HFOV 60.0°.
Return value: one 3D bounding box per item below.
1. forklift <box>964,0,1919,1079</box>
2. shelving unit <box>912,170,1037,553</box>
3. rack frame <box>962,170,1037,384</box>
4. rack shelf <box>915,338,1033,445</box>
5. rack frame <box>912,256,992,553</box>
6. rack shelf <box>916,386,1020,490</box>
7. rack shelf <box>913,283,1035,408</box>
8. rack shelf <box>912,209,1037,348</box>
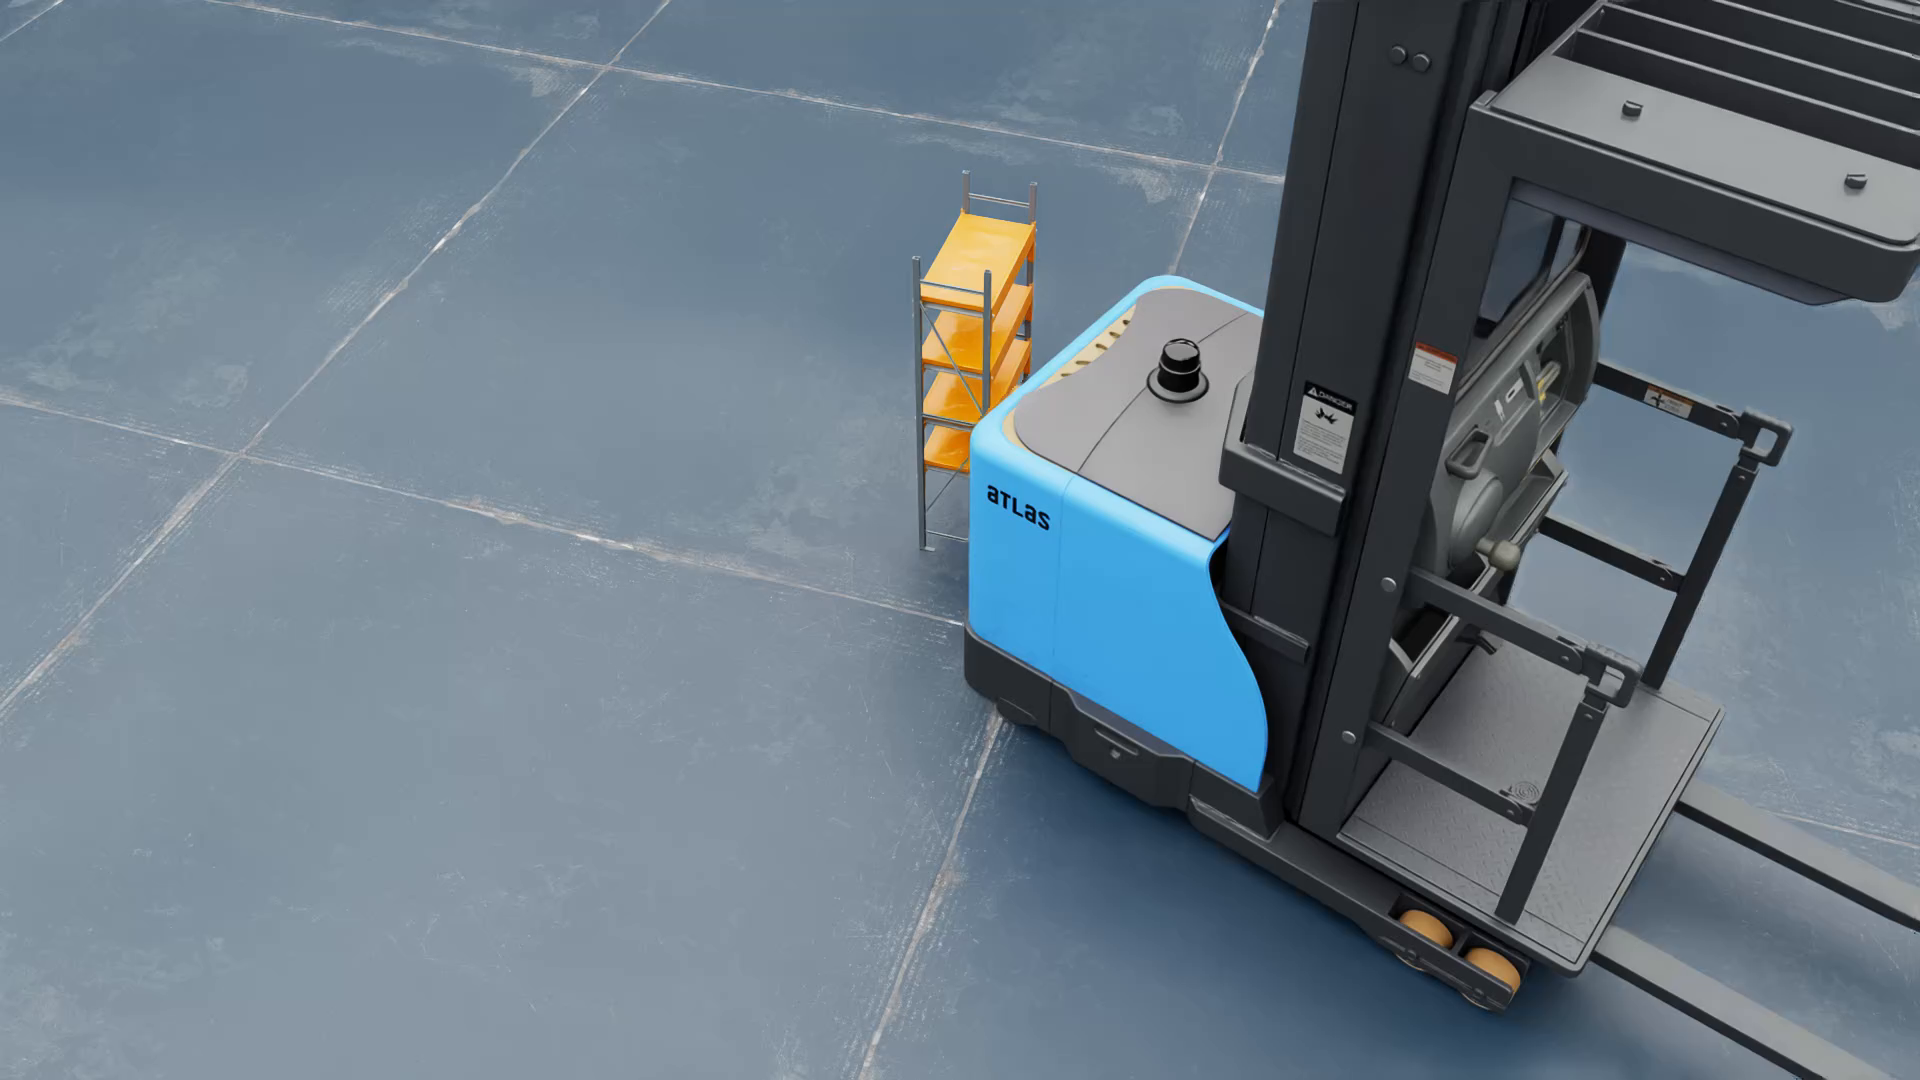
[{"bbox_3d":[1.489,-0.216,3.875,3.031,2.935,1.130,28,51,26],"label":"forklift"},{"bbox_3d":[0.050,-0.539,5.443,0.258,1.200,0.503,13,46,13],"label":"shelving unit"},{"bbox_3d":[0.124,-0.702,5.609,0.240,1.200,0.015,13,46,13],"label":"rack frame"},{"bbox_3d":[0.050,-0.491,5.490,0.258,0.148,0.480,13,46,13],"label":"rack shelf"},{"bbox_3d":[-0.024,-0.377,5.277,0.240,1.200,0.015,13,46,13],"label":"rack frame"},{"bbox_3d":[0.050,-0.349,5.629,0.258,0.148,0.480,13,46,13],"label":"rack shelf"},{"bbox_3d":[0.050,-0.651,5.334,0.258,0.148,0.480,13,46,13],"label":"rack shelf"},{"bbox_3d":[0.050,-0.820,5.168,0.258,0.148,0.480,13,46,13],"label":"rack shelf"}]
